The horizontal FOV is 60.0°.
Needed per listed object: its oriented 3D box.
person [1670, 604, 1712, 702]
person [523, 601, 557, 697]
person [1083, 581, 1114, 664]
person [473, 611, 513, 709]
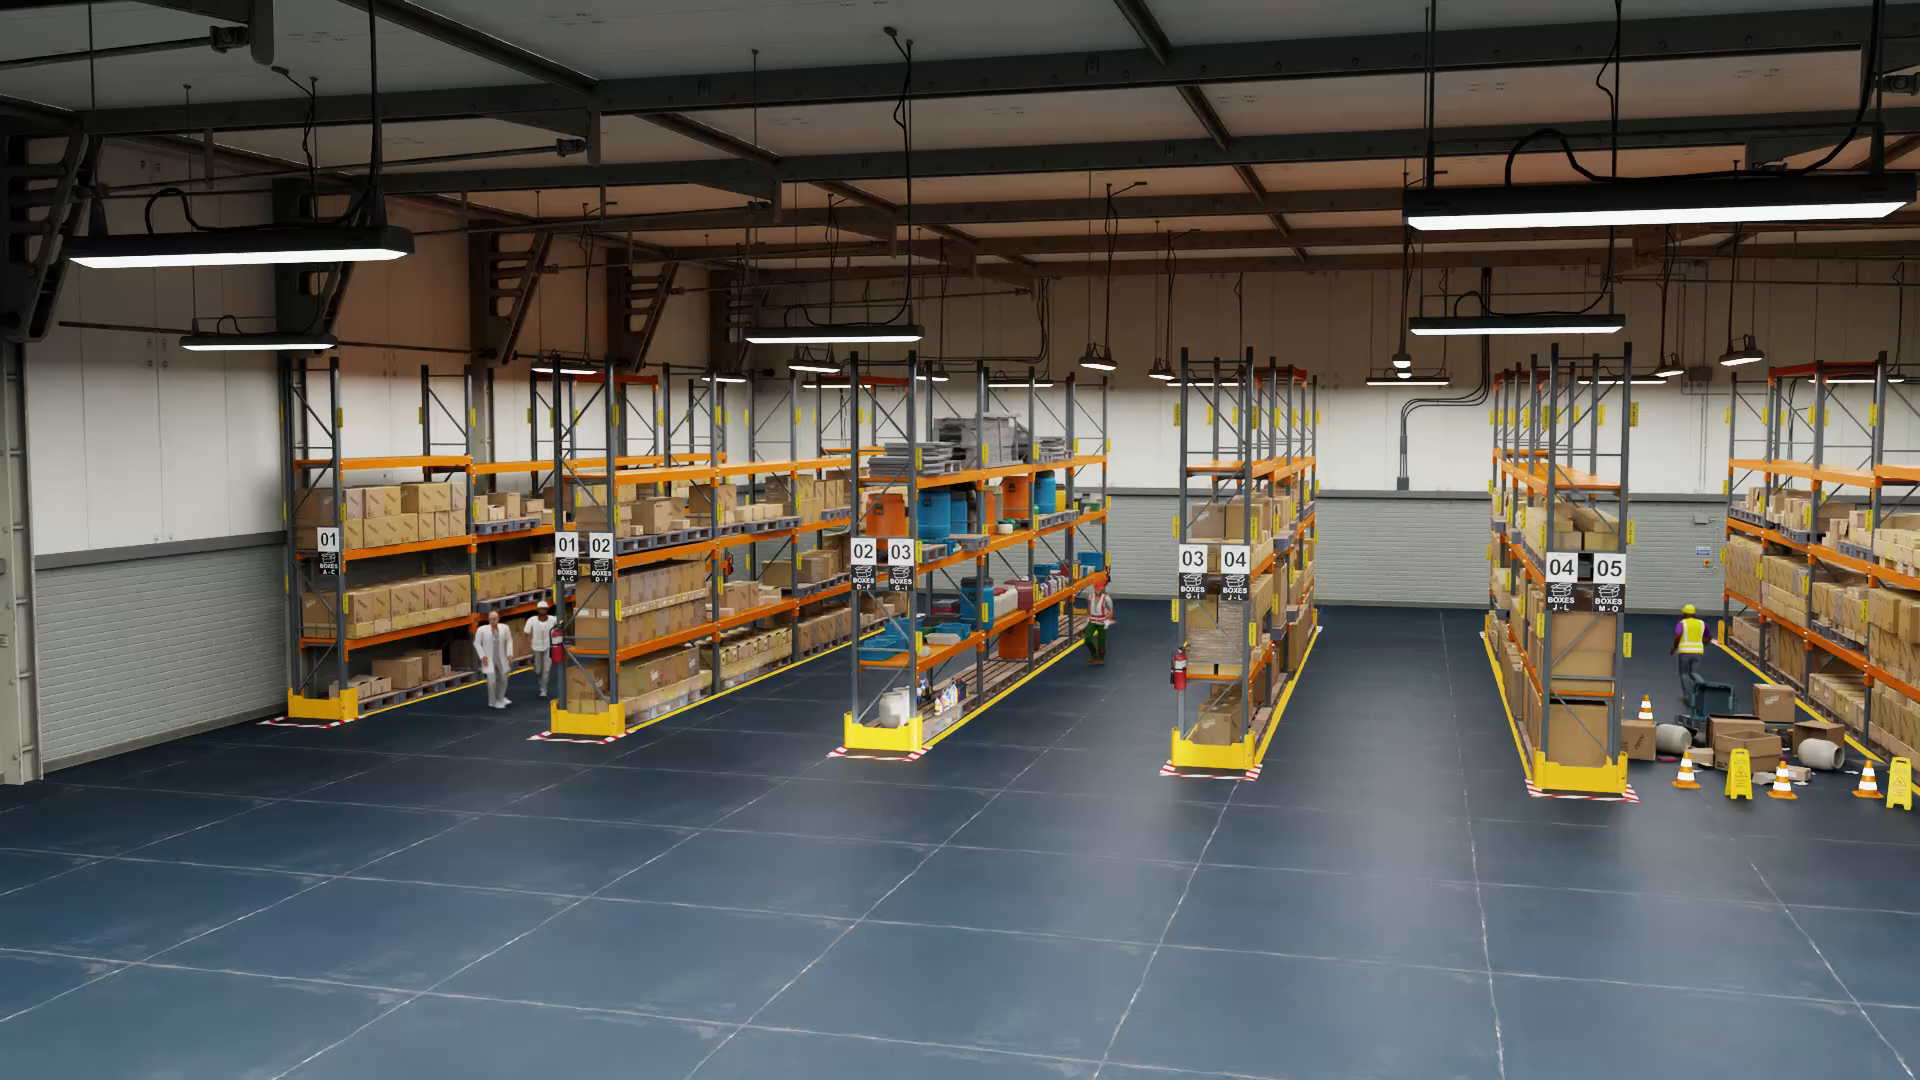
[{"bbox_3d":[12.920,2.007,29.308,0.696,1.714,0.767,0,4,1],"label":"person"},{"bbox_3d":[-7.509,1.952,29.979,0.706,1.724,0.721,-1,4,-11],"label":"person"},{"bbox_3d":[2.785,1.670,33.433,0.665,1.720,0.718,2,5,23],"label":"person"},{"bbox_3d":[-8.048,2.101,28.630,0.685,1.610,0.765,-3,5,-32],"label":"person"}]
